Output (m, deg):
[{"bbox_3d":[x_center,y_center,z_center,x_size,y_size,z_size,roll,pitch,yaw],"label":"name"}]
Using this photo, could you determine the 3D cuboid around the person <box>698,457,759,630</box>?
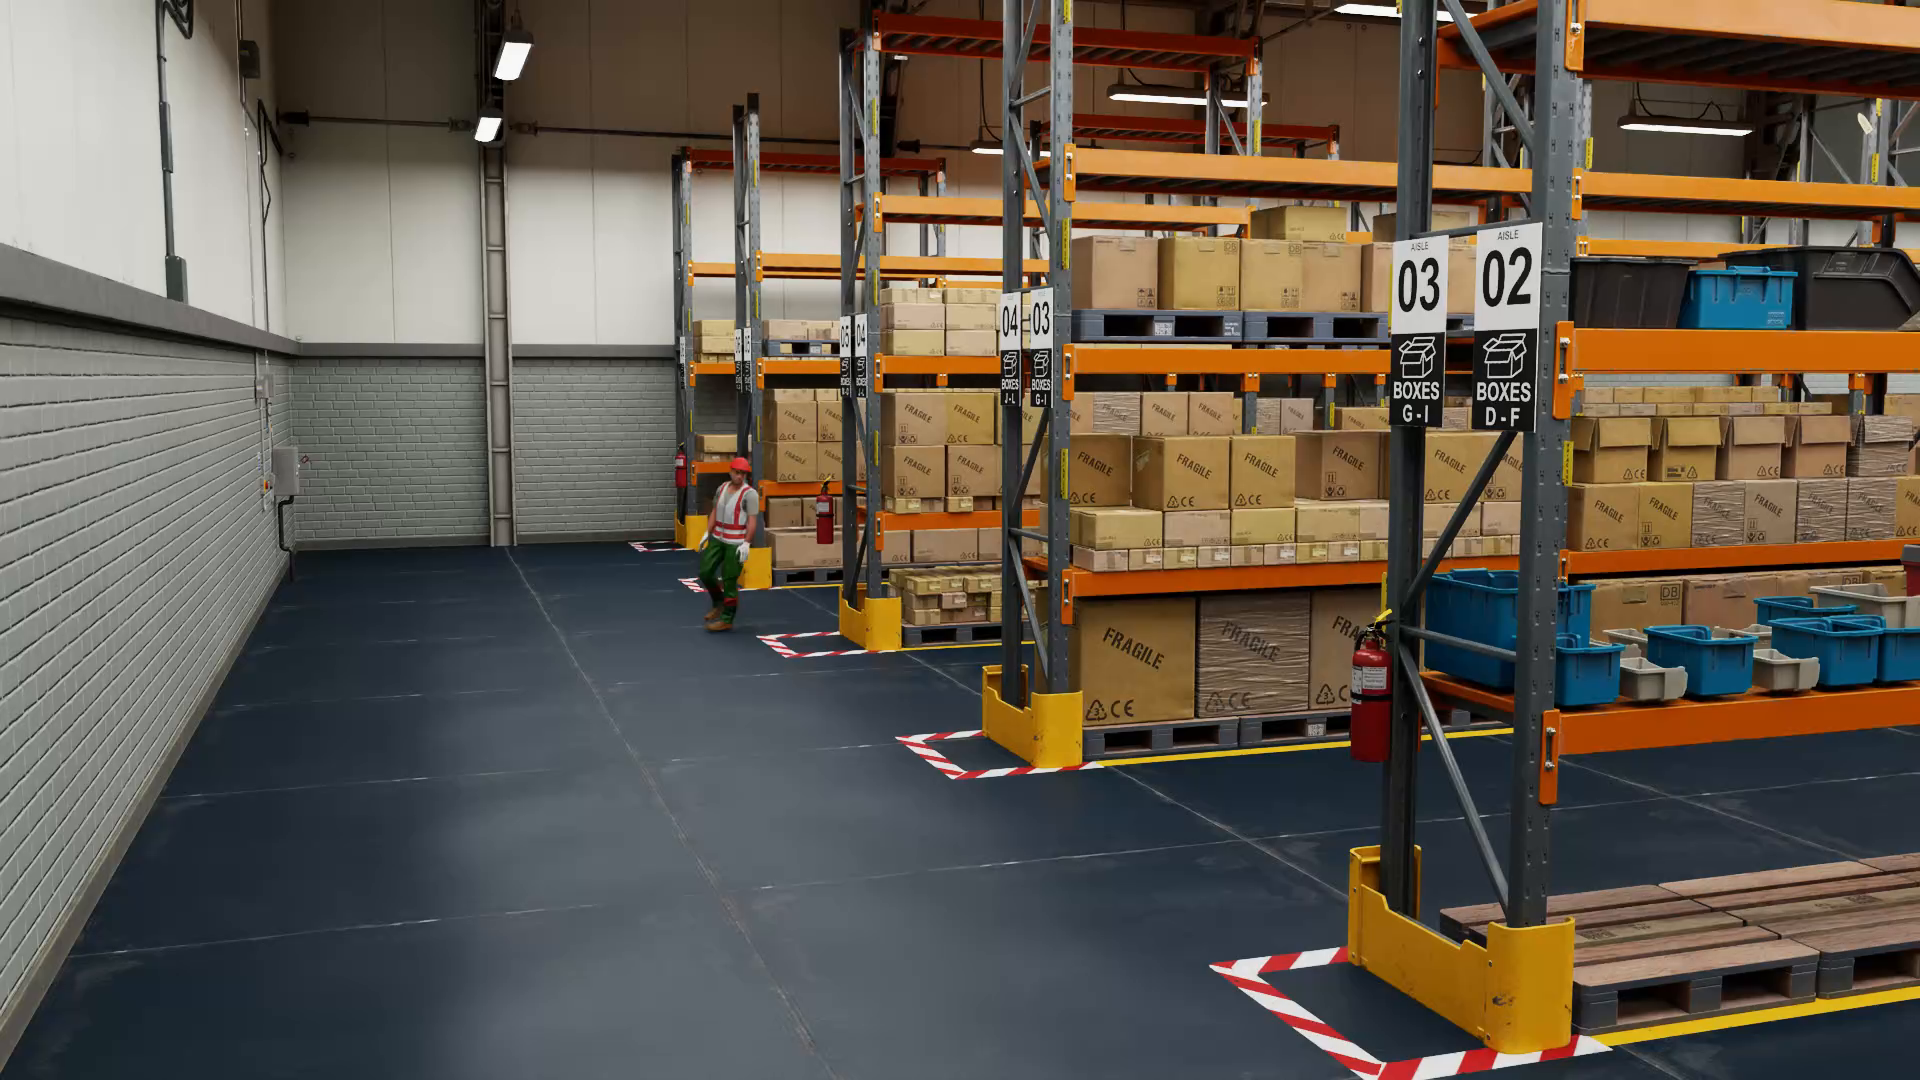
[{"bbox_3d":[-2.375,0.039,16.965,0.658,1.777,0.438,4,7,35],"label":"person"}]
